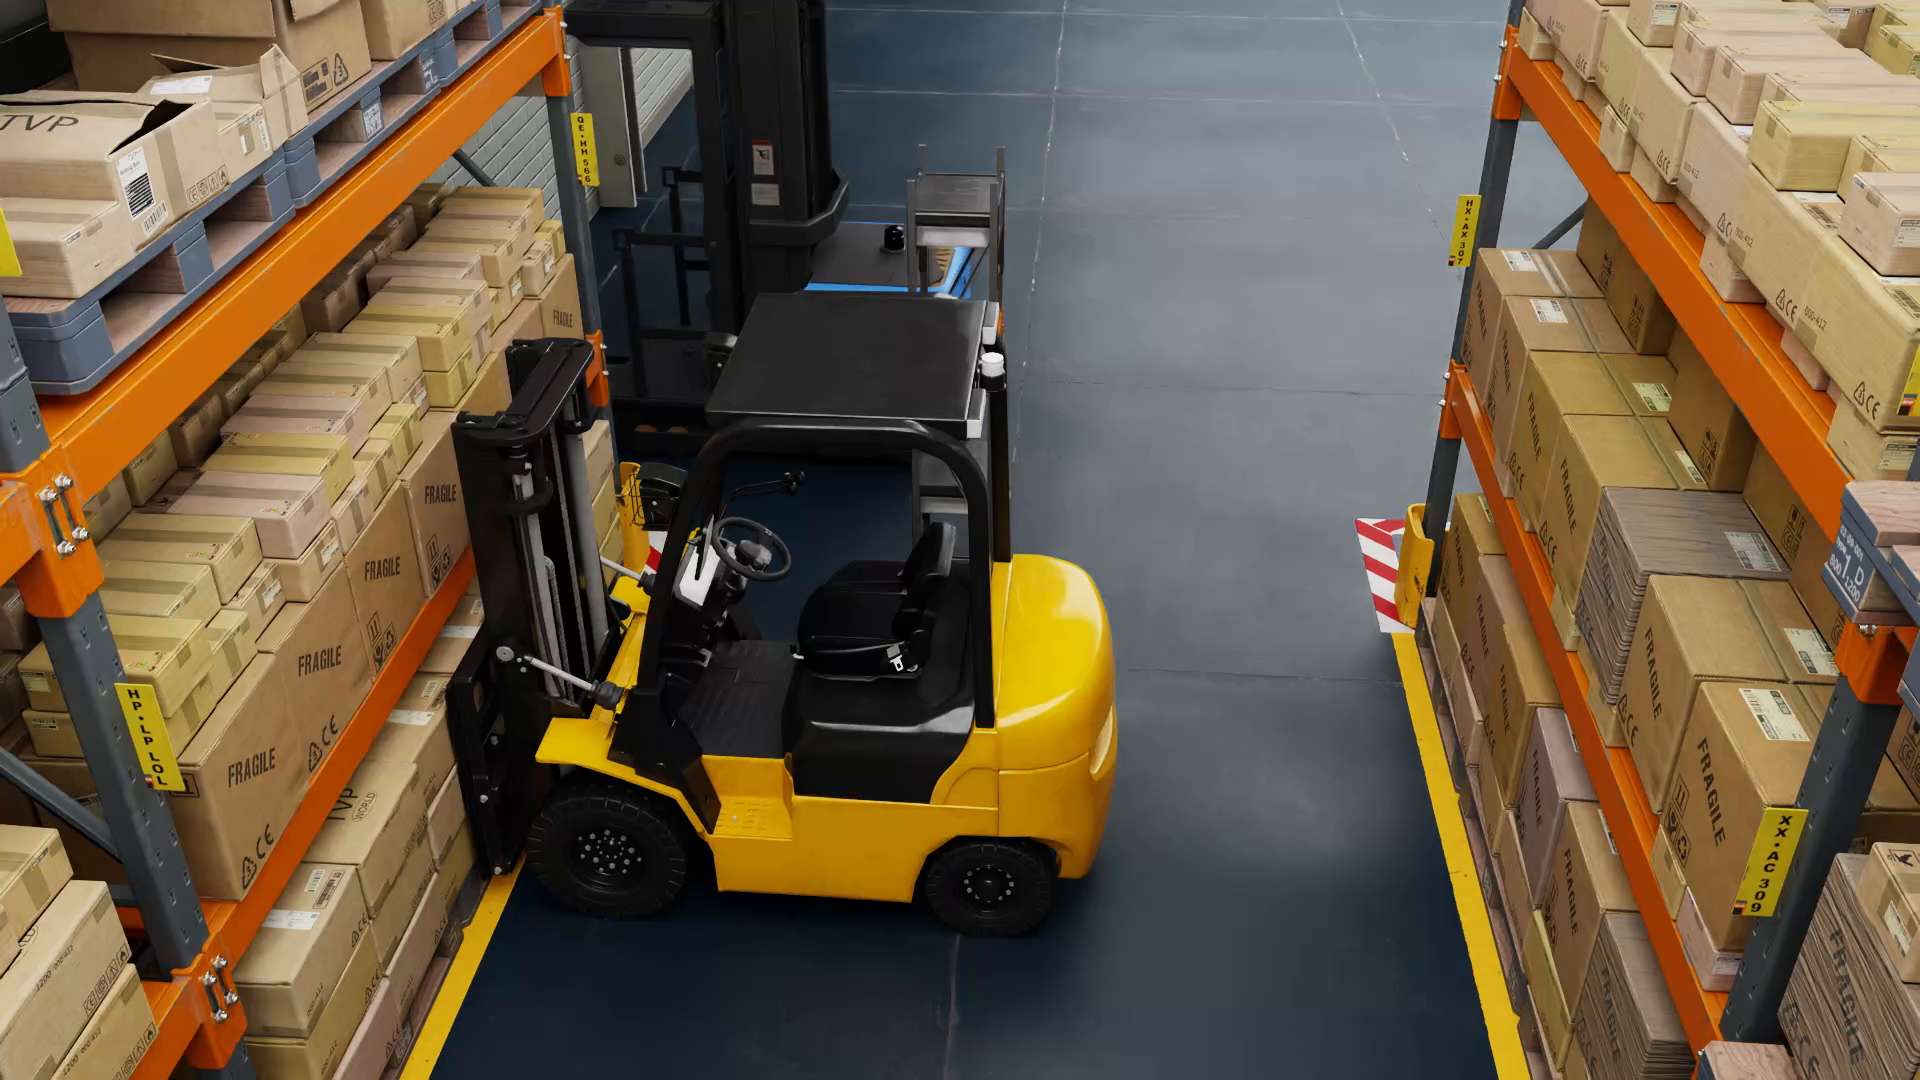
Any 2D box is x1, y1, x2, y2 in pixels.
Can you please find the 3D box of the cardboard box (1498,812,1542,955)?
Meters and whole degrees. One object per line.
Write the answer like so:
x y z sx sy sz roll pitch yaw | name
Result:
2.278 1.263 6.062 0.500 0.250 0.500 3 32 5 | cardboard box

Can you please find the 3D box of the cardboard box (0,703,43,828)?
-2.762 0.637 4.761 0.500 0.500 0.500 2 32 4 | cardboard box

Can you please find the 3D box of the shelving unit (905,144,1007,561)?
-0.013 -0.807 8.059 0.431 2.100 0.503 2 32 4 | shelving unit

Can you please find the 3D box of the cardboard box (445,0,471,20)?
-1.989 -2.027 5.954 0.396 0.266 0.258 3 32 4 | cardboard box

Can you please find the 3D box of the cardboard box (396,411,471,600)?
-2.104 -0.137 6.018 0.500 0.500 0.500 3 32 4 | cardboard box

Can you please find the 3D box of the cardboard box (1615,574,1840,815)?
2.242 0.455 4.774 0.500 0.500 0.500 3 32 6 | cardboard box

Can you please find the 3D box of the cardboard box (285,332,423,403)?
-2.141 -0.612 5.887 0.380 0.149 0.250 3 32 5 | cardboard box

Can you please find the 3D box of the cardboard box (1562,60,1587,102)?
2.406 -1.687 6.009 0.380 0.149 0.250 3 32 5 | cardboard box

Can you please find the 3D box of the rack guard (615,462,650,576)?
-2.201 -0.114 8.458 1.175 0.500 0.348 2 32 4 | rack guard

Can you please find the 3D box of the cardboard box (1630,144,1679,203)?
2.311 -1.150 5.138 0.380 0.149 0.250 2 32 3 | cardboard box

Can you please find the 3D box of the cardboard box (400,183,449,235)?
-2.444 -1.444 7.237 0.380 0.149 0.250 2 32 3 | cardboard box

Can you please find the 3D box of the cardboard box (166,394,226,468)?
-2.668 -0.367 5.489 0.380 0.149 0.250 2 32 3 | cardboard box

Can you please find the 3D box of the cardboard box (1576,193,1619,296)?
2.920 -1.274 6.626 0.700 0.500 0.500 2 32 3 | cardboard box

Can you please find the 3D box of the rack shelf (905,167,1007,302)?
-0.014 -1.392 7.699 0.431 0.518 0.480 2 32 4 | rack shelf

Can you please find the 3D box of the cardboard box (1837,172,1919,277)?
2.172 -0.687 3.627 0.380 0.149 0.250 2 32 3 | cardboard box

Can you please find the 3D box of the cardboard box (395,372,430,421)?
-2.142 -0.492 5.976 0.380 0.149 0.250 2 32 4 | cardboard box

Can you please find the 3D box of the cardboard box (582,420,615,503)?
-1.930 -0.345 7.718 0.500 0.250 0.500 3 32 6 | cardboard box

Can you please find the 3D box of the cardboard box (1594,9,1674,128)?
2.370 -1.509 5.340 0.500 0.250 0.500 3 32 5 | cardboard box

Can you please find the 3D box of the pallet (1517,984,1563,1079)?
2.438 1.971 5.351 1.003 0.211 1.213 2 32 4 | pallet

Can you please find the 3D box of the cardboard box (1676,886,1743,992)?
2.141 1.062 4.407 0.380 0.149 0.250 2 32 3 | cardboard box

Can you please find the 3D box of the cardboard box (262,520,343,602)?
-2.134 0.053 5.091 0.380 0.149 0.250 3 32 5 | cardboard box

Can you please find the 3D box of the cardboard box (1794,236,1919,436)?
2.186 -0.447 3.616 0.500 0.250 0.500 2 32 4 | cardboard box

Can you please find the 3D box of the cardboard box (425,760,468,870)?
-2.090 0.940 6.110 0.500 0.250 0.500 2 32 4 | cardboard box

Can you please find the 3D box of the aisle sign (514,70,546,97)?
-1.905 -2.294 7.135 0.394 0.787 0.004 2 32 4 | aisle sign

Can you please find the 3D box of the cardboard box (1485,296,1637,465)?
2.390 -0.618 6.514 0.500 0.500 0.500 3 32 5 | cardboard box

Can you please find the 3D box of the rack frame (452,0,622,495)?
-2.203 -1.165 7.782 1.000 3.000 0.127 2 32 4 | rack frame

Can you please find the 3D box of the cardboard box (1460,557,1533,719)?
2.363 0.413 6.726 0.500 0.500 0.500 1 32 2 | cardboard box

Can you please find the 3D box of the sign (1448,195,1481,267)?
2.203 -1.347 7.251 0.100 0.325 0.005 2 32 4 | sign

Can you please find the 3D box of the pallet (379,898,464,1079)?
-2.422 1.699 5.791 1.003 0.211 1.213 2 32 4 | pallet

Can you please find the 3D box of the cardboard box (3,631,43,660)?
-2.773 0.296 4.697 0.380 0.149 0.250 2 32 3 | cardboard box

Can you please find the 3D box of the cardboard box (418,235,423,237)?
-2.489 -1.318 7.315 0.380 0.149 0.250 2 32 3 | cardboard box

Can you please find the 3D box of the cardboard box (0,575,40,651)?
-2.742 0.172 4.615 0.380 0.149 0.250 2 32 3 | cardboard box

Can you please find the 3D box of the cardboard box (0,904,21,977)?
-2.338 0.932 3.666 0.380 0.149 0.250 2 32 3 | cardboard box

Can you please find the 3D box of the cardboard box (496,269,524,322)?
-2.026 -1.023 6.837 0.380 0.149 0.250 3 32 5 | cardboard box

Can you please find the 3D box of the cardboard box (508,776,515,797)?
-2.046 0.879 6.685 0.500 0.250 0.500 3 32 6 | cardboard box

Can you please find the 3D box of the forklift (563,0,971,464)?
-1.475 -1.998 9.199 3.031 2.935 1.130 3 32 6 | forklift

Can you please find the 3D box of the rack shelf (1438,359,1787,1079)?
2.581 0.397 5.933 1.077 0.370 4.000 2 32 4 | rack shelf

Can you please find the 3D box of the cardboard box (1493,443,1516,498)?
2.335 -0.281 6.586 0.380 0.149 0.250 3 32 5 | cardboard box

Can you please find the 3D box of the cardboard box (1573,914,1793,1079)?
2.199 1.488 4.982 0.500 0.500 0.500 2 32 3 | cardboard box

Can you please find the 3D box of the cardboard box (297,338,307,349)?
-2.665 -0.648 6.229 0.380 0.149 0.250 4 32 6 | cardboard box

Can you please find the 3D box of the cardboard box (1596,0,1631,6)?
2.331 -1.899 5.592 0.380 0.149 0.250 2 32 4 | cardboard box

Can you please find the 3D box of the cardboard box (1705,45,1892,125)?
2.265 -1.229 4.506 0.380 0.149 0.250 3 32 5 | cardboard box

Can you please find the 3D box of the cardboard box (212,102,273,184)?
-2.127 -1.089 4.542 0.380 0.149 0.250 3 32 5 | cardboard box

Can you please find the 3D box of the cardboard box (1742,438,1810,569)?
2.802 -0.207 4.895 0.700 0.500 0.500 2 32 3 | cardboard box

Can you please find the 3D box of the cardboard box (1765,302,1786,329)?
2.313 -0.605 4.253 0.380 0.149 0.250 1 32 2 | cardboard box

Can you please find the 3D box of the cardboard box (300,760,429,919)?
-2.125 0.986 5.558 0.500 0.250 0.500 3 32 4 | cardboard box

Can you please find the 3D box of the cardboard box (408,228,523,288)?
-2.006 -1.146 6.753 0.380 0.149 0.250 3 32 5 | cardboard box

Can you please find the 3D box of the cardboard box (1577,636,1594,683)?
2.271 0.398 5.484 0.380 0.149 0.250 2 32 3 | cardboard box

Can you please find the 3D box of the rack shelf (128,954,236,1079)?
-2.692 2.278 2.879 1.077 0.370 4.000 2 32 4 | rack shelf

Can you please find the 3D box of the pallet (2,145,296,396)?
-2.485 -0.760 4.349 1.003 0.211 1.213 2 32 4 | pallet

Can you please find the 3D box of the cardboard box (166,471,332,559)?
-2.141 -0.078 5.020 0.380 0.149 0.250 3 32 5 | cardboard box

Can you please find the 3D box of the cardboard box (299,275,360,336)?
-2.537 -0.902 6.358 0.380 0.149 0.250 3 32 6 | cardboard box

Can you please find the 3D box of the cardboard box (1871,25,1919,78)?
2.814 -1.340 4.686 0.380 0.149 0.250 3 32 5 | cardboard box
